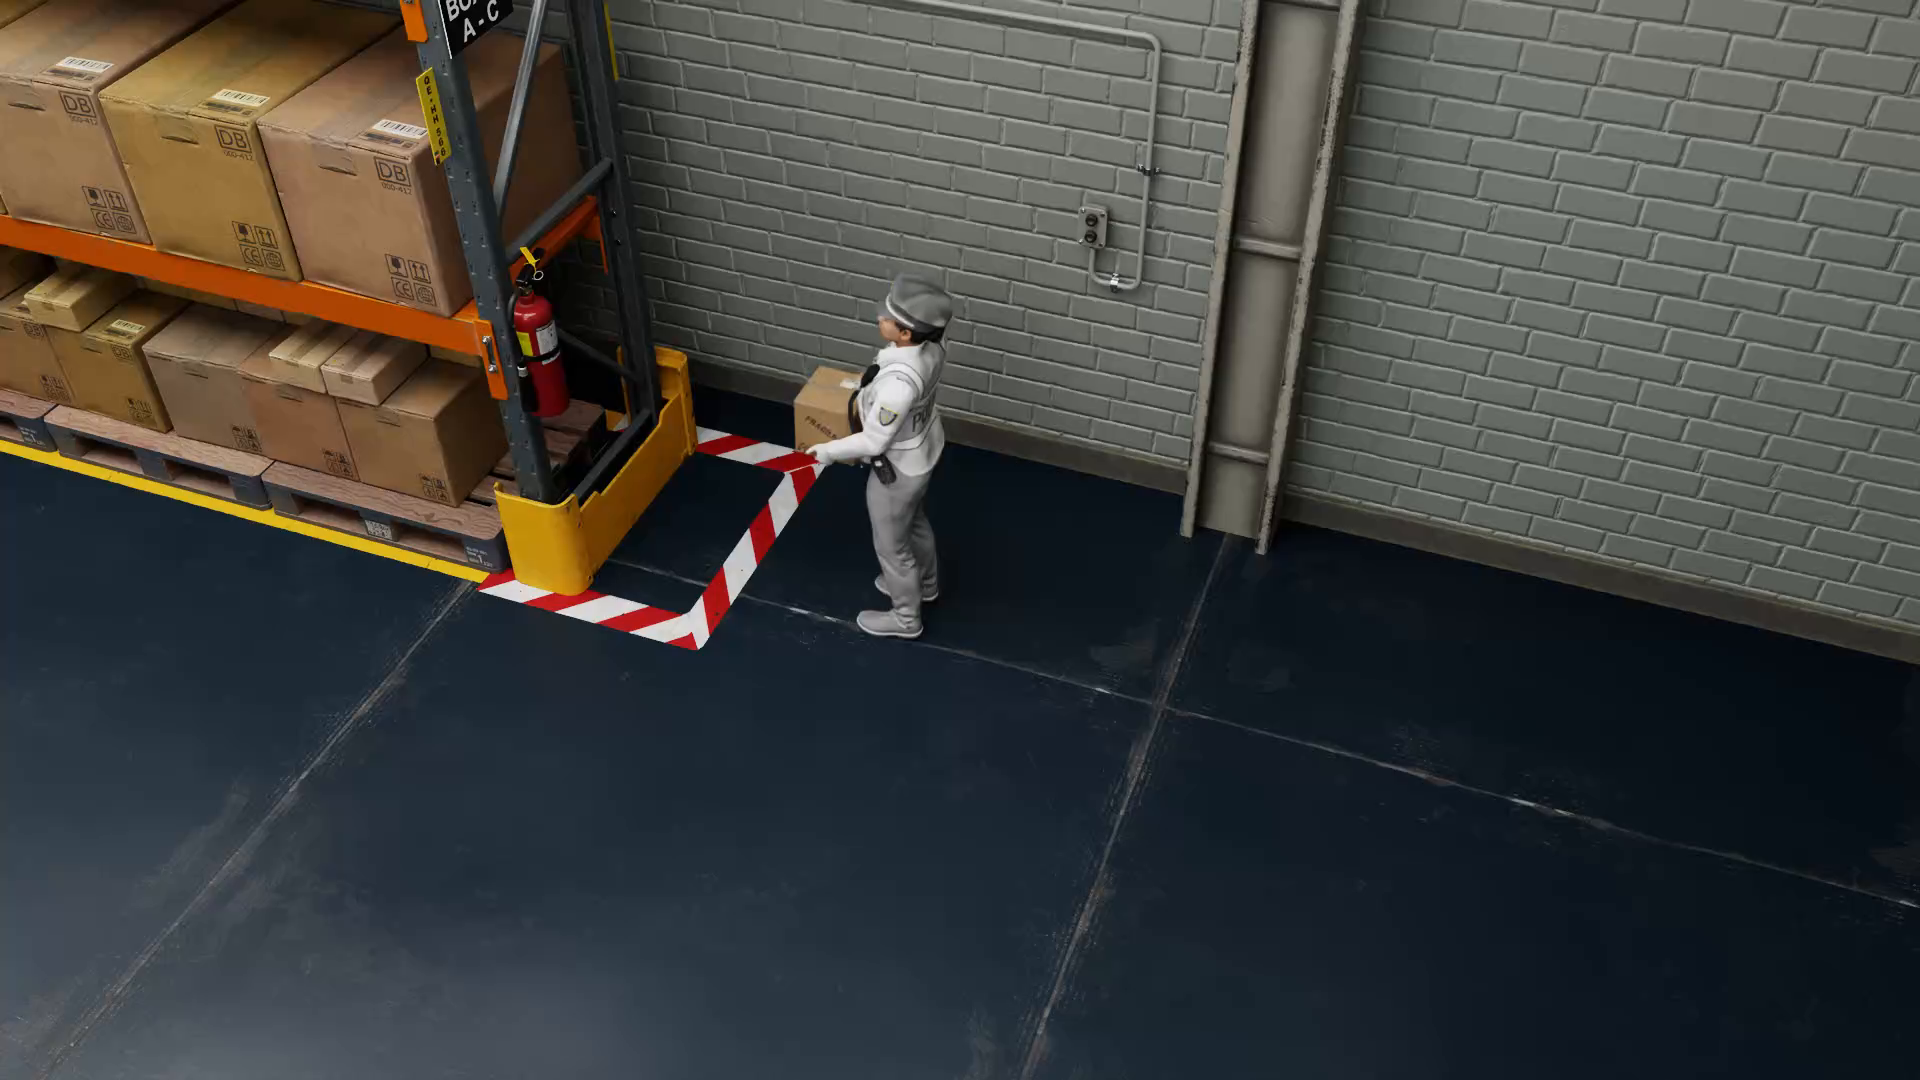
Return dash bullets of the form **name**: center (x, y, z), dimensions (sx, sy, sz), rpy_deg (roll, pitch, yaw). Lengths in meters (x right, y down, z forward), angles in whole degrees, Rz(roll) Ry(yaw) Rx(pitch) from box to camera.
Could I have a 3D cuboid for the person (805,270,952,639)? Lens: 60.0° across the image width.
- **person**: center (-0.295, -0.322, 6.495), dimensions (0.554, 1.695, 0.467), rpy_deg (11, 43, 12)
